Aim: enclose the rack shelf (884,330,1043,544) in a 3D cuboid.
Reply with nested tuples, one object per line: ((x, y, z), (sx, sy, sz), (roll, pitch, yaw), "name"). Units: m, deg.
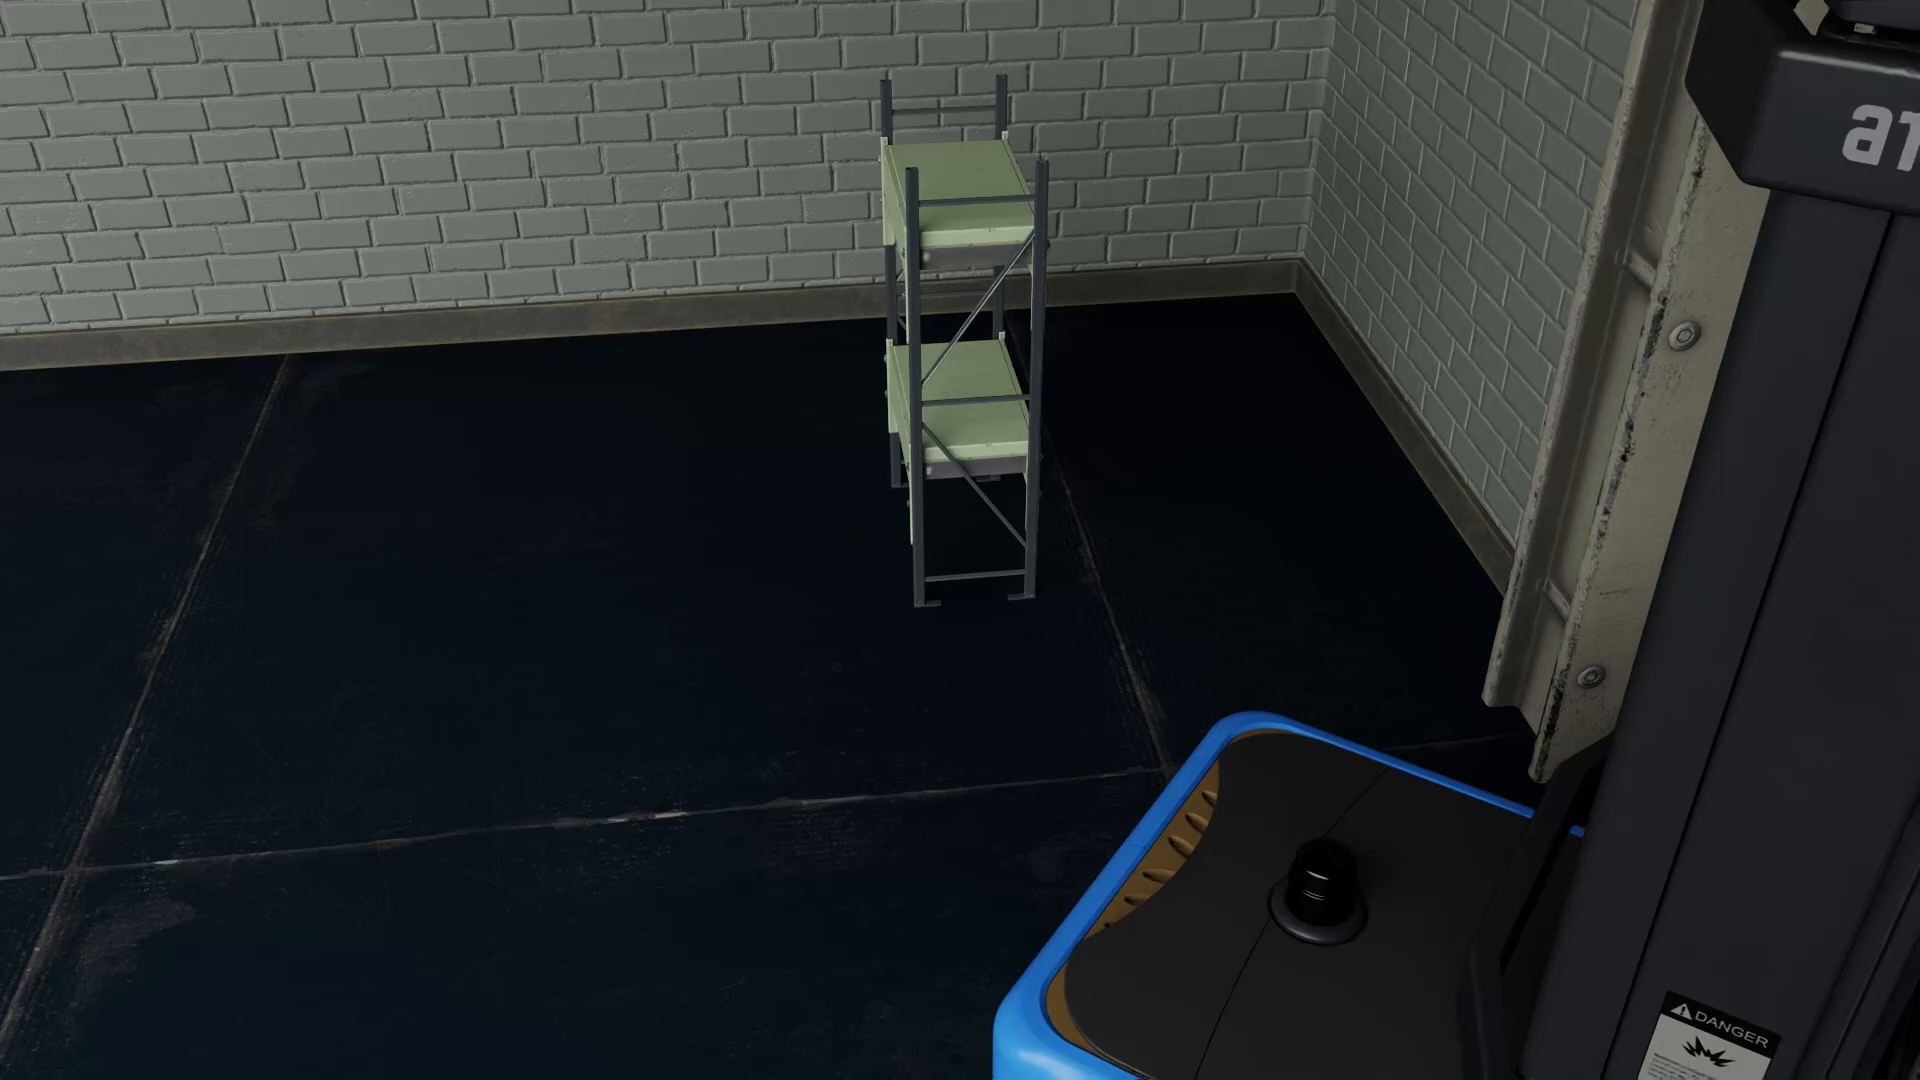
((-0.001, -0.354, 5.517), (0.431, 0.370, 0.720), (-4, 35, -6), "rack shelf")

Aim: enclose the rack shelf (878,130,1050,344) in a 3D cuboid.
((-0.001, -0.946, 5.113), (0.431, 0.370, 0.720), (-4, 35, -6), "rack shelf")

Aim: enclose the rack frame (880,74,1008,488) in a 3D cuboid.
((-0.050, -0.828, 5.633), (0.400, 1.500, 0.023), (-4, 35, -6), "rack frame")

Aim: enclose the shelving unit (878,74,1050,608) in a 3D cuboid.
((-0.001, -0.623, 5.333), (0.431, 1.500, 0.755), (-4, 35, -6), "shelving unit")

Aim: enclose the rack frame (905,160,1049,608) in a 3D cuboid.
((0.048, -0.419, 5.033), (0.400, 1.500, 0.023), (-4, 35, -6), "rack frame")

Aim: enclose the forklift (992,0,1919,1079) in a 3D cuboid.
((1.560, 0.670, 2.165), (3.031, 2.935, 1.130), (19, 39, 26), "forklift")

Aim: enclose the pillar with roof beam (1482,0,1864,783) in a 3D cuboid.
((-2.503, -2.822, 1.900), (9.100, 9.000, 0.400), (-4, 35, -6), "pillar with roof beam")
